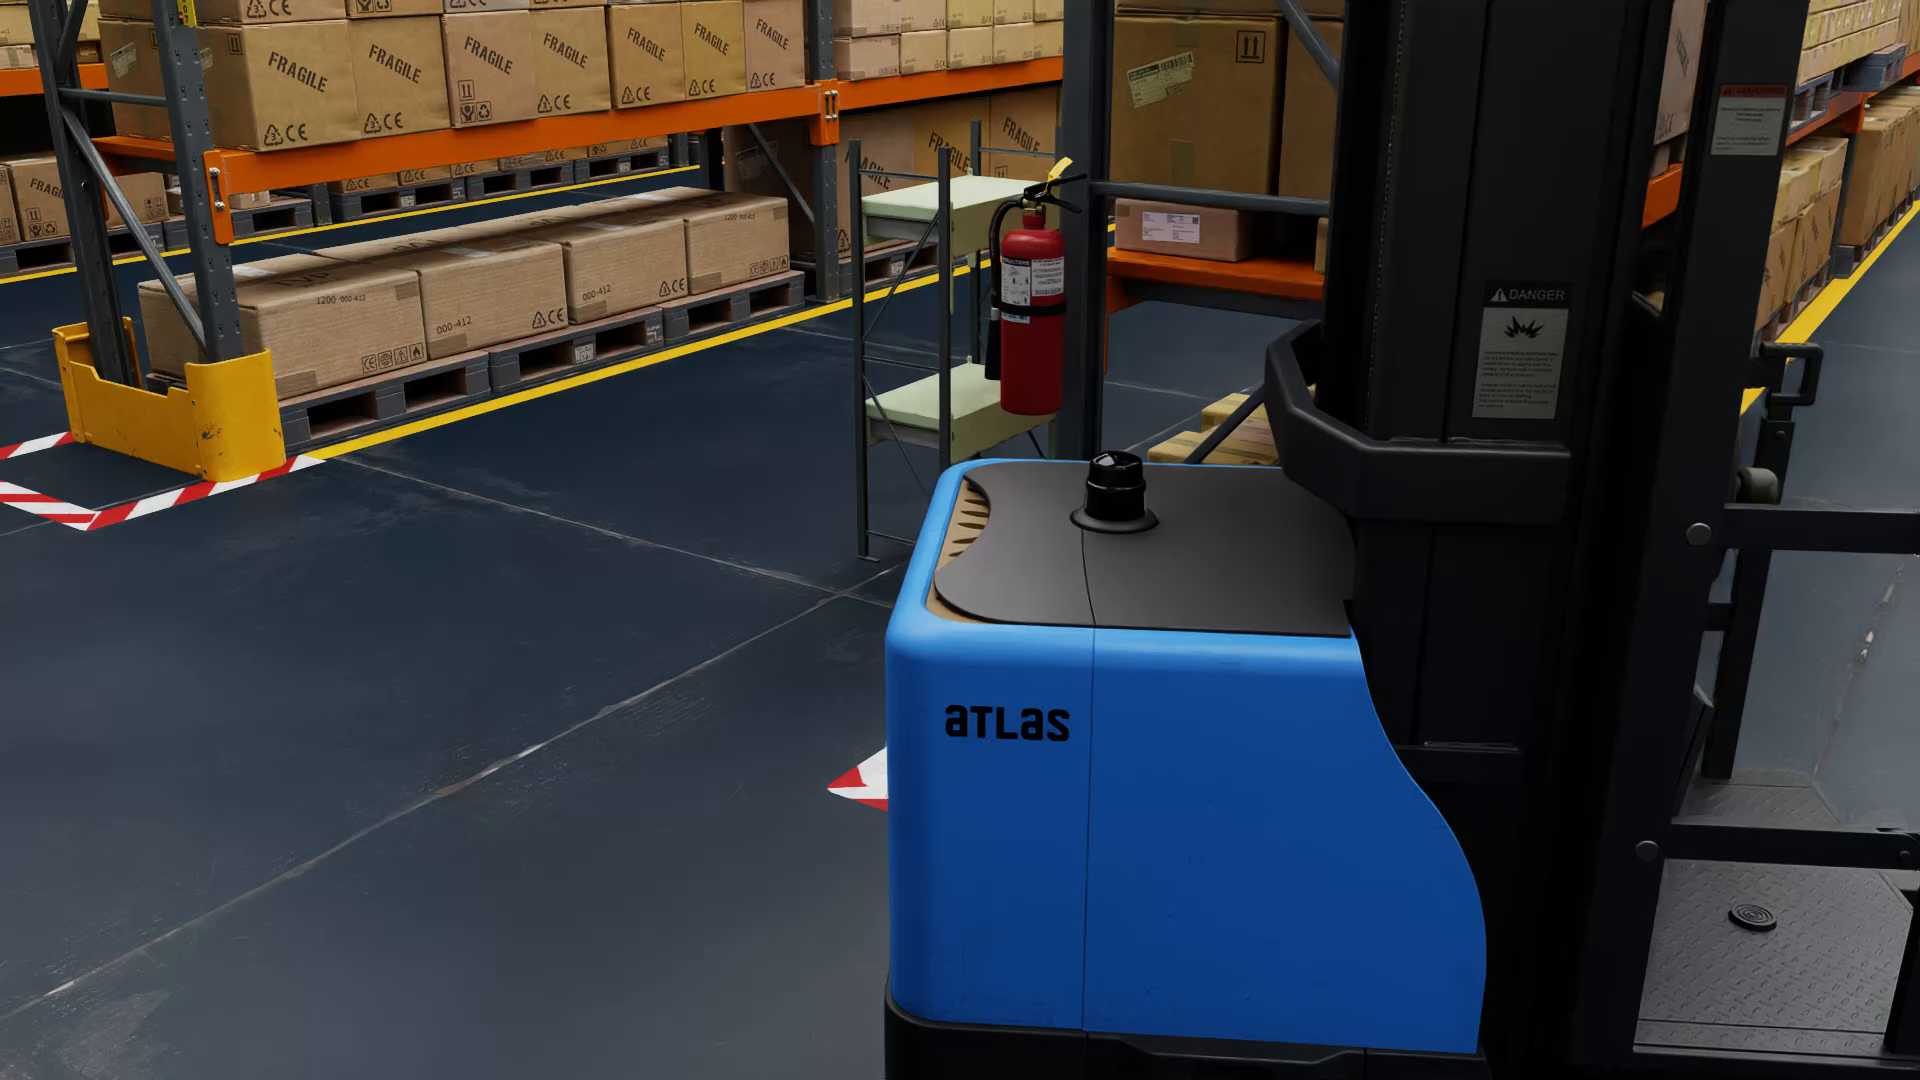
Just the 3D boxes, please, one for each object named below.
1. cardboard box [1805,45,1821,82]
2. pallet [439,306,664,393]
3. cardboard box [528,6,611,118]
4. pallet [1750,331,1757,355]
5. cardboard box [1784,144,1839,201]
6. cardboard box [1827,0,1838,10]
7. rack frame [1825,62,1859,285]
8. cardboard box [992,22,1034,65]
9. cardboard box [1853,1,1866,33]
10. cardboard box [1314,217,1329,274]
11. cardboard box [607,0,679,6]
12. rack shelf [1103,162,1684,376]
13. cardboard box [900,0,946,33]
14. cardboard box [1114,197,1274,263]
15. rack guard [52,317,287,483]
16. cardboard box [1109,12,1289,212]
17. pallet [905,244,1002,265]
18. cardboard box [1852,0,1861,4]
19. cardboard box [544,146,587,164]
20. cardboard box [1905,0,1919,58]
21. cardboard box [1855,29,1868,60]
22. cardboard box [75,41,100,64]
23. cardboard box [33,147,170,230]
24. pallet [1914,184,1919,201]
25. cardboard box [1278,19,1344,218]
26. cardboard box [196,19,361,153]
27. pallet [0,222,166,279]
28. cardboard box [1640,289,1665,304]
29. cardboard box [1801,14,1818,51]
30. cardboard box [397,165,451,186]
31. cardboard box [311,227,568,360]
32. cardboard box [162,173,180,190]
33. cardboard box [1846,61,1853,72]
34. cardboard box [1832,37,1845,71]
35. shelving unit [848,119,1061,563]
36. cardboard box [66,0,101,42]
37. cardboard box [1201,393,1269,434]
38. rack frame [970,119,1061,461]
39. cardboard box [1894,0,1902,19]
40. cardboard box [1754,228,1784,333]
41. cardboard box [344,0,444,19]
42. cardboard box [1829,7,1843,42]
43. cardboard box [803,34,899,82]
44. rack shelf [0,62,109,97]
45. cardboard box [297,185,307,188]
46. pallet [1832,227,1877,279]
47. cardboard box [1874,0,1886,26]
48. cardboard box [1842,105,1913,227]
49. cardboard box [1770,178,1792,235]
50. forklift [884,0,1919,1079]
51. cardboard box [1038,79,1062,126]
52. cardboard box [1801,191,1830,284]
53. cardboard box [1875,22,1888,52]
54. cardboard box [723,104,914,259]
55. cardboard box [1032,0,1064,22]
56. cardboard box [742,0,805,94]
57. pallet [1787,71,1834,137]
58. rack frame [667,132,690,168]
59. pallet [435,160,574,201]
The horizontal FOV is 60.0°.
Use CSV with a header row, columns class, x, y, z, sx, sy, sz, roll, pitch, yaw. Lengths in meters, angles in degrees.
class,x,y,z,sx,sy,sz,roll,pitch,yaw
cardboard box,3.718,-2.201,7.647,0.380,0.149,0.250,14,24,33
pallet,-2.362,-1.092,8.912,1.003,0.211,1.213,13,24,32
cardboard box,-2.096,-2.375,8.217,0.500,0.500,0.500,14,25,34
pallet,3.402,-0.933,8.484,1.003,0.211,1.213,13,24,32
cardboard box,4.772,-2.147,9.663,0.500,0.250,0.500,14,24,33
cardboard box,3.865,-2.553,7.743,0.380,0.149,0.250,14,24,32
rack frame,5.214,-3.165,10.498,1.000,3.000,0.127,13,24,32
cardboard box,0.160,-3.393,11.329,0.500,0.250,0.500,13,24,31
cardboard box,4.445,-2.709,8.592,0.380,0.149,0.250,13,24,31
cardboard box,1.170,-0.781,4.415,0.380,0.149,0.250,13,24,31
cardboard box,-1.792,-2.989,8.435,0.500,0.500,0.500,14,24,33
rack shelf,1.841,-1.106,5.969,1.077,0.370,4.000,13,24,32
cardboard box,-0.435,-3.344,10.478,0.500,0.250,0.500,14,24,33
cardboard box,0.667,-0.901,4.738,0.380,0.149,0.250,13,24,32
rack guard,-3.447,-0.627,7.239,1.175,0.500,0.348,13,24,32
cardboard box,0.757,-1.235,4.708,0.500,0.500,0.500,14,24,33
pallet,-0.129,-2.234,11.999,1.003,0.211,1.213,13,24,32
cardboard box,4.293,-2.770,8.329,0.380,0.149,0.250,14,25,34
cardboard box,-3.686,-3.638,14.773,0.500,0.500,0.500,15,25,34
cardboard box,6.539,-3.722,11.859,0.500,0.500,0.500,13,24,31
cardboard box,4.592,-2.646,8.852,0.380,0.149,0.250,14,25,33
cardboard box,-6.045,-3.303,11.233,0.380,0.149,0.250,14,24,33
cardboard box,-6.022,-2.490,11.671,0.700,0.500,0.500,12,24,30
pallet,7.955,-3.208,14.633,1.003,0.211,1.213,13,24,32
cardboard box,1.198,-1.131,4.426,0.500,0.500,0.500,15,25,34
cardboard box,-2.926,-1.935,7.028,0.500,0.500,0.500,13,24,31
pallet,-6.364,-2.065,11.542,1.003,0.211,1.213,13,24,32
cardboard box,2.981,-1.004,7.301,0.380,0.149,0.250,14,25,33
cardboard box,3.567,-2.259,7.378,0.380,0.149,0.250,14,24,33
cardboard box,-4.543,-3.195,13.577,0.500,0.500,0.500,13,24,31
cardboard box,-2.638,-1.275,8.475,0.875,0.438,0.875,14,25,33
cardboard box,-5.859,-2.713,12.547,0.500,0.311,0.500,14,25,34
cardboard box,5.690,-3.288,10.687,0.500,0.500,0.500,14,24,32
cardboard box,4.147,-2.417,8.231,0.380,0.149,0.250,12,23,29
shelving unit,0.004,-0.705,6.010,0.431,1.500,0.755,13,24,32
cardboard box,-5.938,-3.509,11.215,0.500,0.250,0.500,13,24,31
cardboard box,1.034,-0.370,5.588,0.380,0.149,0.250,13,24,31
rack frame,0.209,-0.810,6.294,0.400,1.500,0.023,13,24,32
cardboard box,5.313,-3.153,9.794,0.380,0.149,0.250,14,24,33
cardboard box,3.896,-1.354,8.601,0.500,0.500,0.500,15,25,34
cardboard box,-2.644,-2.554,7.260,0.500,0.500,0.500,13,24,30
cardboard box,4.002,-2.483,7.982,0.380,0.149,0.250,12,24,30
cardboard box,-0.719,-2.958,10.155,0.500,0.250,0.500,13,24,31
rack shelf,-6.417,-3.010,11.114,1.077,0.370,4.000,13,24,32
cardboard box,-5.261,-3.144,13.439,0.500,0.500,0.500,13,24,32
pallet,5.720,-2.069,11.554,1.003,0.211,1.213,13,24,32
cardboard box,4.878,-2.929,9.187,0.380,0.149,0.250,13,24,32
cardboard box,6.120,-2.716,11.920,1.050,0.750,0.750,14,24,33
cardboard box,3.897,-1.708,8.474,0.500,0.250,0.500,14,25,33
forklift,1.407,-0.340,2.959,3.031,2.935,1.130,2,20,5
cardboard box,0.606,-3.120,12.833,0.875,0.875,0.875,13,24,31
cardboard box,4.765,-1.802,9.810,0.500,0.500,0.500,14,25,34
cardboard box,5.032,-2.868,9.452,0.380,0.149,0.250,14,24,33
cardboard box,-0.903,-2.348,10.746,0.875,0.875,0.875,14,25,33
cardboard box,0.445,-3.778,11.652,0.500,0.250,0.500,13,24,30
cardboard box,-1.234,-2.818,9.415,0.500,0.500,0.500,14,24,32
pallet,3.516,-2.118,7.945,1.003,0.211,1.213,13,24,32
rack frame,-3.044,-5.068,15.644,1.000,3.000,0.127,13,24,32
pallet,-4.181,-3.205,14.626,1.003,0.211,1.213,13,24,32
